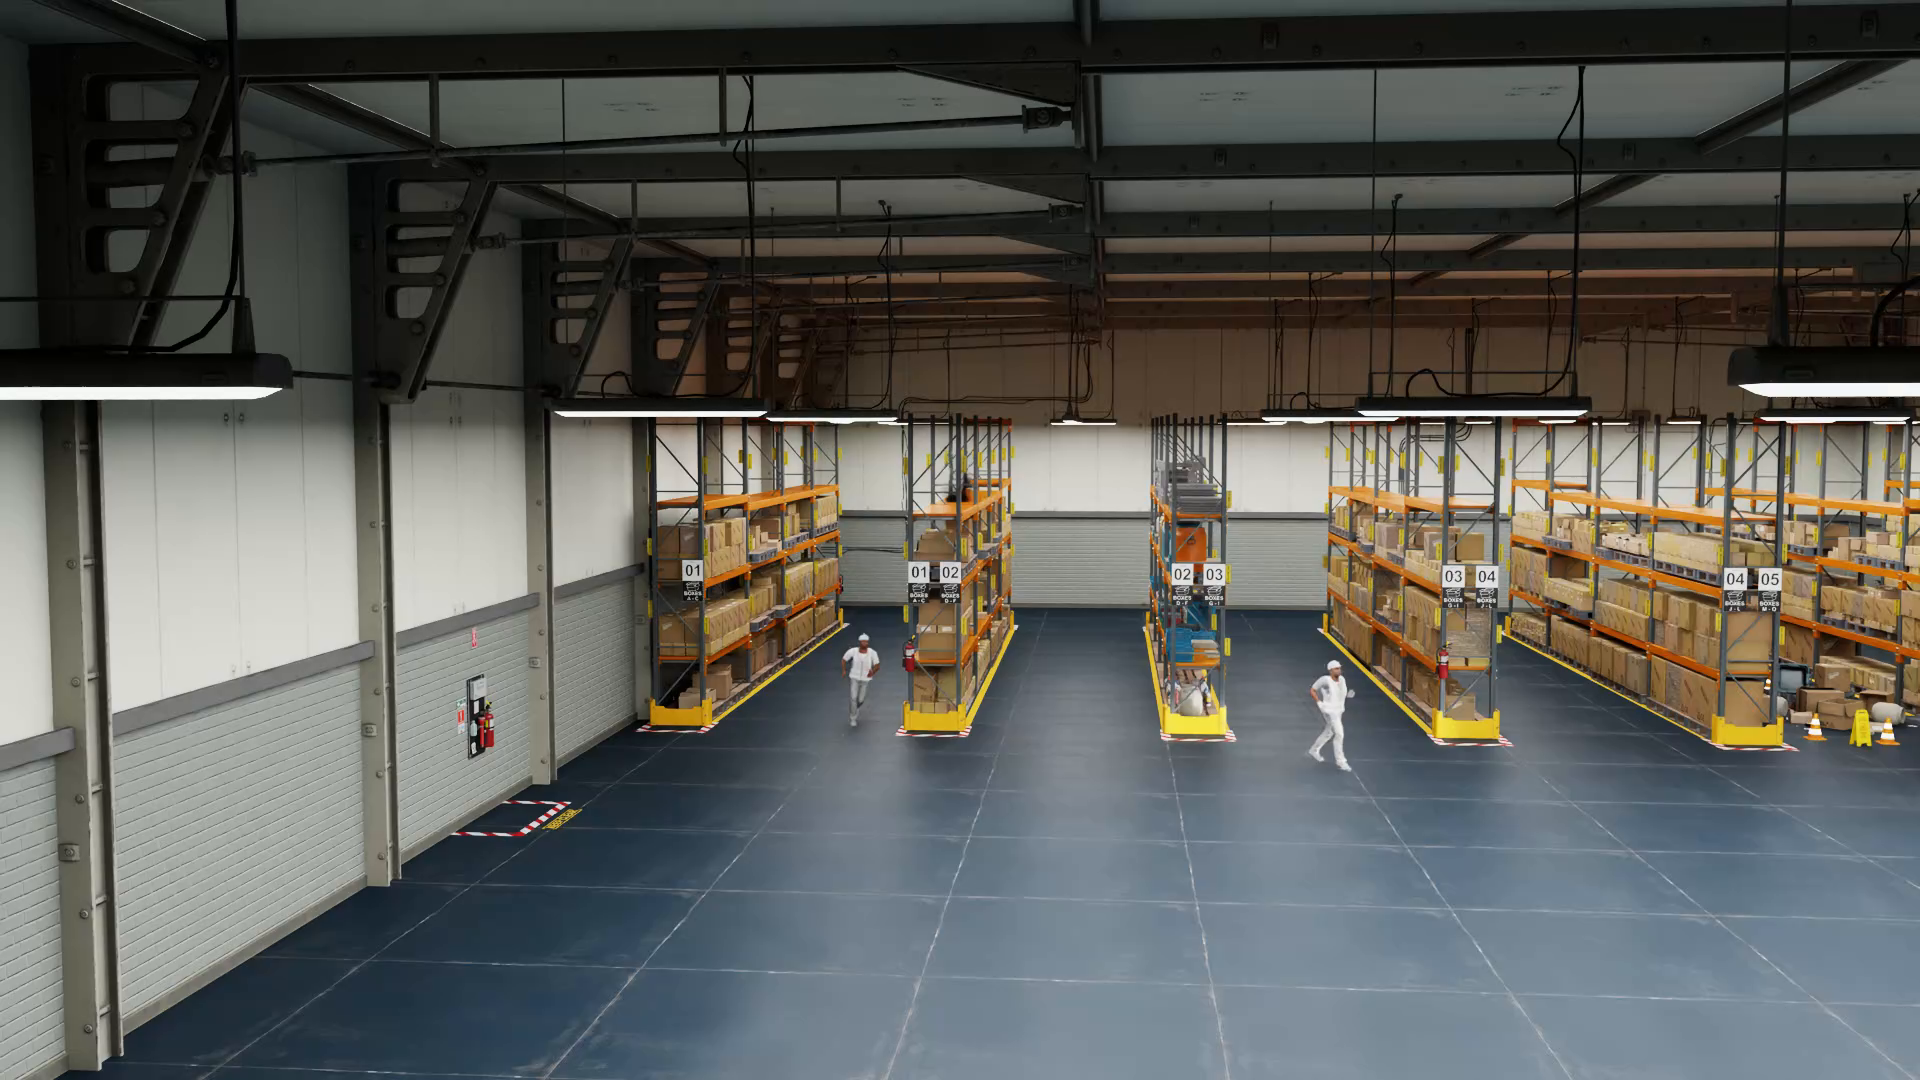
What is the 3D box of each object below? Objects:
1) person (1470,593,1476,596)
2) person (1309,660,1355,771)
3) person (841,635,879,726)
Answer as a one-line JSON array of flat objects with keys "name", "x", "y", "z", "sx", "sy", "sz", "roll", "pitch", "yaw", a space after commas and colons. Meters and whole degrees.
[{"name": "person", "x": 13.982, "y": 1.779, "z": 46.102, "sx": 0.715, "sy": 1.730, "sz": 0.544, "roll": 2, "pitch": 4, "yaw": 24}, {"name": "person", "x": 6.304, "y": 2.936, "z": 28.140, "sx": 0.876, "sy": 1.827, "sz": 0.655, "roll": 4, "pitch": 5, "yaw": 45}, {"name": "person", "x": -1.934, "y": 2.708, "z": 32.317, "sx": 0.744, "sy": 1.767, "sz": 0.802, "roll": -1, "pitch": 4, "yaw": -8}]
